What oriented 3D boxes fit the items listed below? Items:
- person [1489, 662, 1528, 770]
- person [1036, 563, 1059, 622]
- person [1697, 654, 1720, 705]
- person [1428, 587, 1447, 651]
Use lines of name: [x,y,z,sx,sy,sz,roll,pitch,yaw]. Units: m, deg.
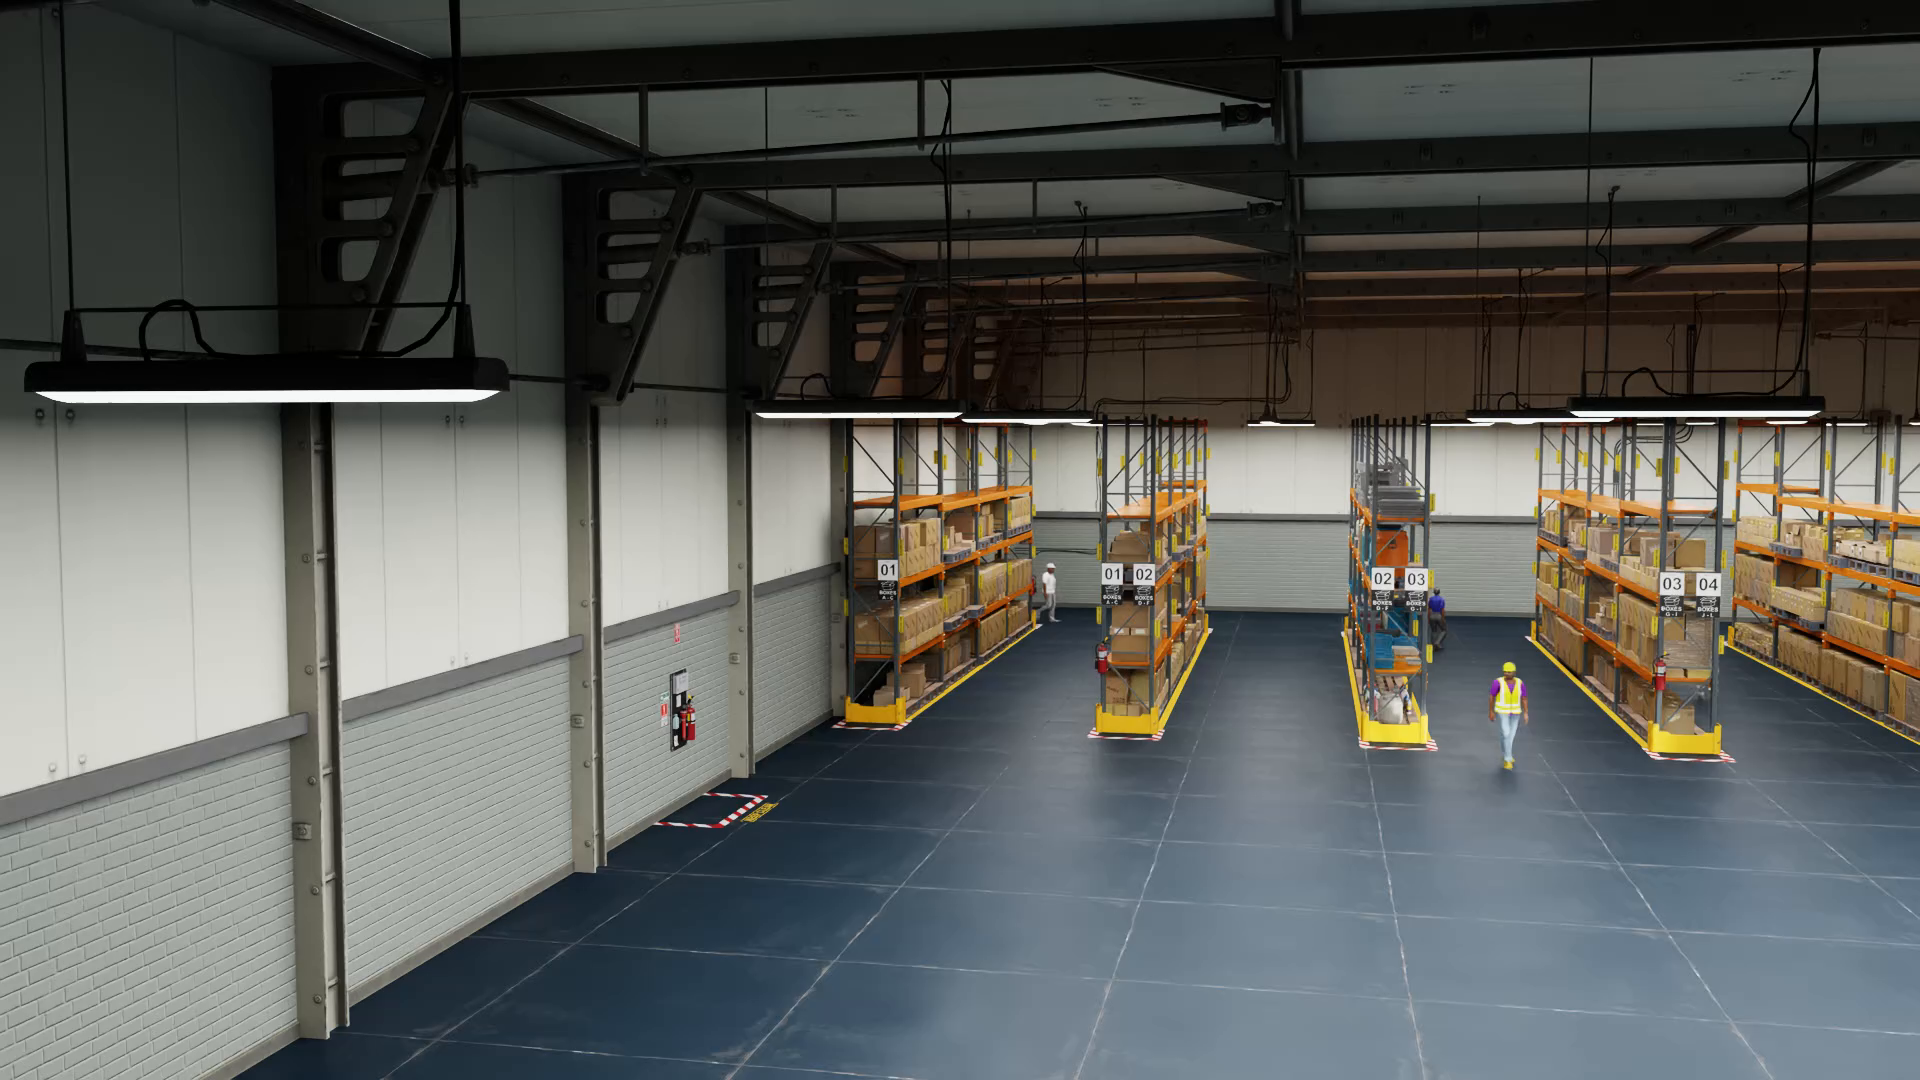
person: [9.334,2.983,28.274,0.595,1.823,0.701,0,4,-3]
person: [2.591,1.560,49.211,0.675,1.761,0.629,2,4,29]
person: [15.579,2.506,34.734,0.544,1.745,0.902,2,4,23]
person: [12.287,2.042,42.904,0.496,1.657,0.459,3,5,35]
